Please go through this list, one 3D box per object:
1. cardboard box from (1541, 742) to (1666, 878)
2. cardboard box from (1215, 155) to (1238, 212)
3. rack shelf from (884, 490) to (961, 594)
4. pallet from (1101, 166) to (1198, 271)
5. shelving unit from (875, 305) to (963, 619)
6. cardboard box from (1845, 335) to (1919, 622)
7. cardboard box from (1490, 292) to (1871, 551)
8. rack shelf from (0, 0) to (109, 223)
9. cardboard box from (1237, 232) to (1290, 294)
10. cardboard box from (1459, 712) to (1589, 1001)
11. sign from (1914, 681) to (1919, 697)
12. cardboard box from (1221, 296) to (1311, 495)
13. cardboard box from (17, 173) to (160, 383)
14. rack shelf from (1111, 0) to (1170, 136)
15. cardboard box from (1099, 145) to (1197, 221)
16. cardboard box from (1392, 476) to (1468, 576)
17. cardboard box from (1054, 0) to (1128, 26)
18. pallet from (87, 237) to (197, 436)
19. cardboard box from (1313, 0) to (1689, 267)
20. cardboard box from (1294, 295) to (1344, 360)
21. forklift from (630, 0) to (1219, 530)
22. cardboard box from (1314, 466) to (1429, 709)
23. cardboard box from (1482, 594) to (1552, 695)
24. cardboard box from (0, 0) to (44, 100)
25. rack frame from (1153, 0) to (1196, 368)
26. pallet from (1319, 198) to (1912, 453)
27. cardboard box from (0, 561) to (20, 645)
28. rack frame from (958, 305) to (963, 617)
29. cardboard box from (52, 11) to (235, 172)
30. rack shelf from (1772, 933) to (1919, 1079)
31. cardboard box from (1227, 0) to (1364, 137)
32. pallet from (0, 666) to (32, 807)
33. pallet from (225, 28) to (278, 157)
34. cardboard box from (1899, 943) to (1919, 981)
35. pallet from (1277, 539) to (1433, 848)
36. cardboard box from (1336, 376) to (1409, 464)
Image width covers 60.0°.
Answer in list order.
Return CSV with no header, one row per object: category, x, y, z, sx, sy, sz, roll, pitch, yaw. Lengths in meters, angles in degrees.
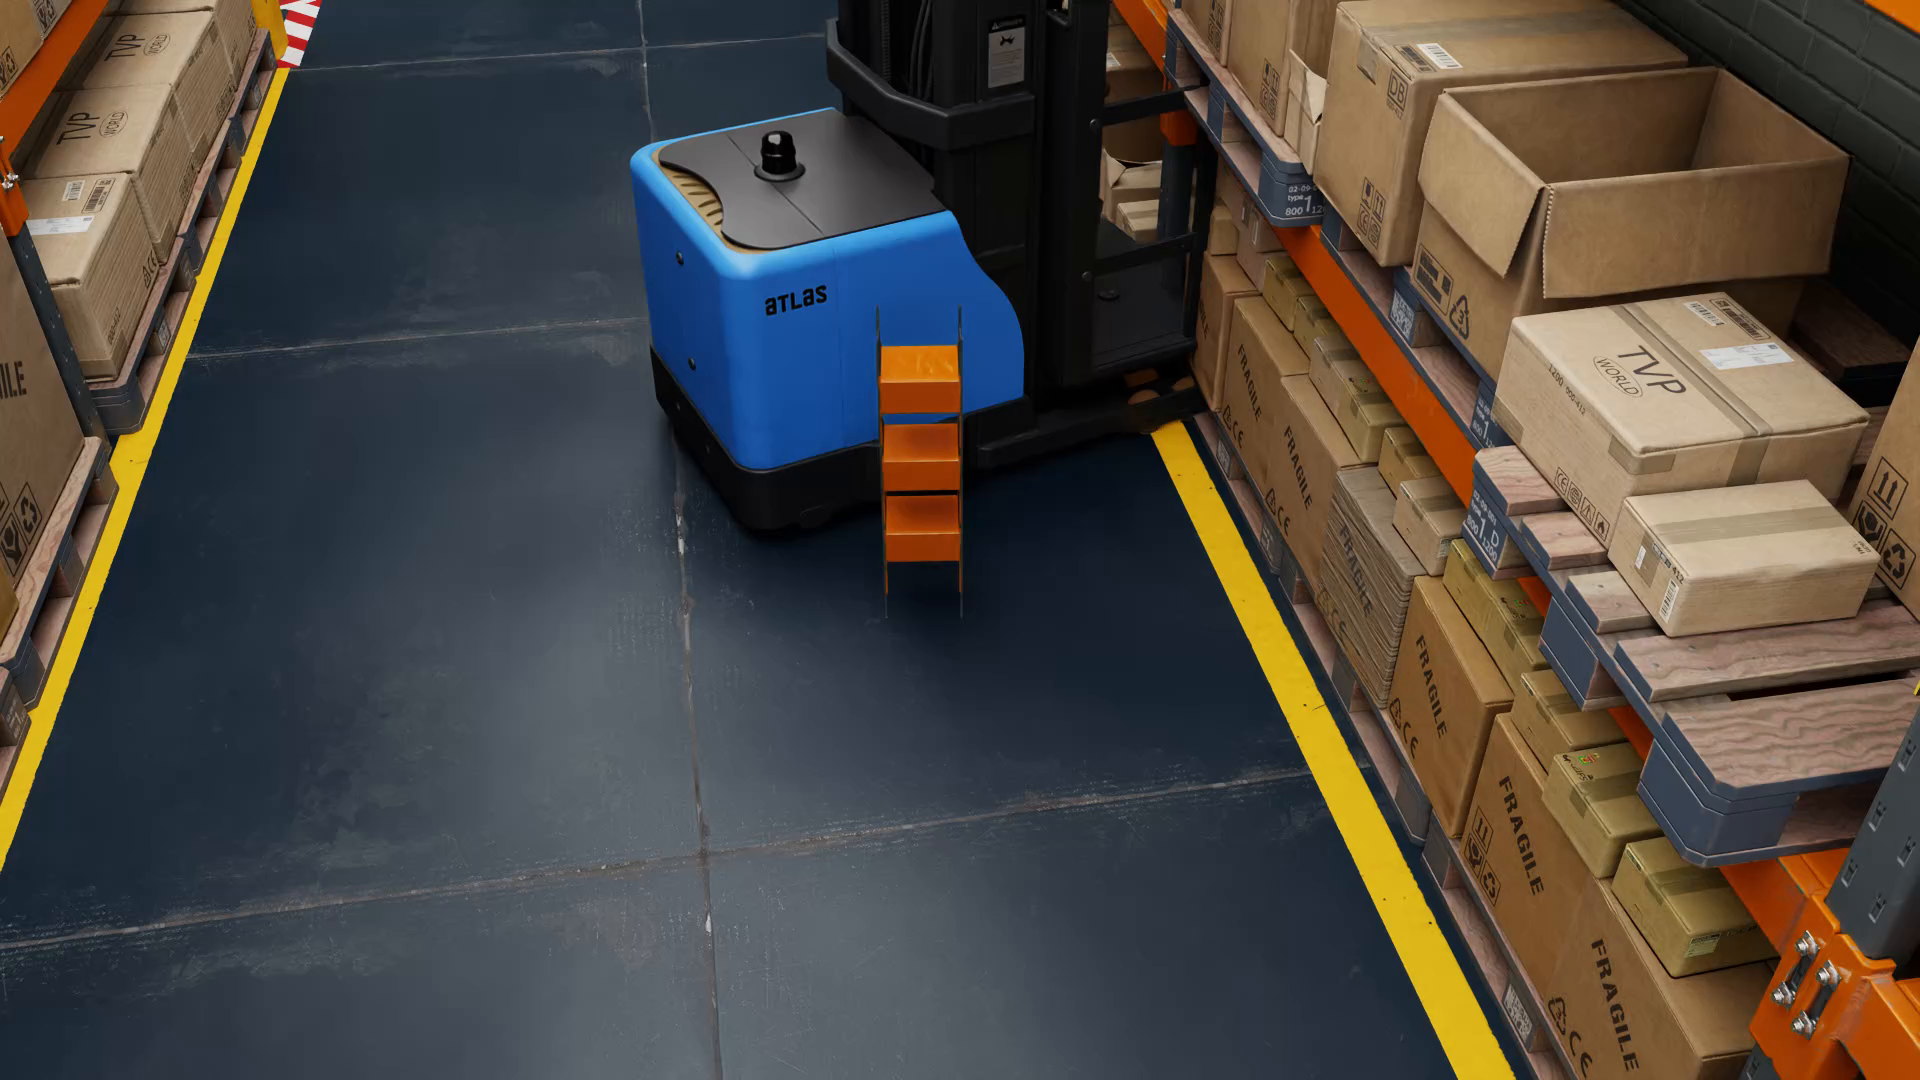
cardboard box,1.545,0.586,3.718,0.380,0.149,0.250,-8,39,-10
cardboard box,1.118,-1.276,5.872,0.380,0.149,0.250,-7,38,-9
rack shelf,-0.120,0.007,5.356,0.240,0.259,0.215,-1,38,-1
pallet,1.138,-1.276,7.221,1.003,0.211,1.213,-6,38,-8
shelving unit,-0.120,-0.221,5.179,0.252,1.050,0.215,-1,38,-1
cardboard box,2.023,-0.080,2.984,0.500,0.500,0.500,-5,38,-6
cardboard box,1.455,-0.256,3.414,0.500,0.250,0.500,-8,39,-10
rack shelf,-3.979,-2.351,6.917,1.077,0.370,4.000,-6,38,-8
cardboard box,1.183,-0.993,5.750,0.380,0.149,0.250,-7,38,-9
cardboard box,1.596,0.739,4.049,0.500,0.500,0.500,-7,38,-9
sign,1.427,0.091,2.308,0.100,0.325,0.005,-6,38,-8
cardboard box,1.224,-0.505,5.650,0.500,0.500,0.500,-7,38,-9
cardboard box,-3.633,-0.971,6.302,0.875,0.438,0.875,-7,38,-9
rack shelf,0.907,-2.887,7.607,1.077,0.370,4.000,-6,38,-8
cardboard box,0.808,-1.570,7.212,0.396,0.266,0.258,-5,38,-6
cardboard box,1.418,-0.057,4.544,0.380,0.149,0.250,-8,39,-10
cardboard box,0.676,-2.327,7.996,0.500,0.500,0.500,-6,38,-7
pallet,-3.685,-0.793,6.599,1.003,0.211,1.213,-6,38,-8
cardboard box,1.351,-1.065,4.252,0.700,0.500,0.500,-6,38,-8
cardboard box,1.301,-0.676,5.341,0.380,0.149,0.250,-7,38,-9
forklift,0.392,-1.825,5.710,3.031,2.935,1.130,-18,41,-21
cardboard box,1.392,0.111,4.857,0.500,0.500,0.500,-8,38,-10
cardboard box,1.540,0.258,4.140,0.380,0.149,0.250,-5,38,-7
cardboard box,-3.453,-1.778,5.512,0.500,0.500,0.500,-5,38,-6
rack frame,1.258,-1.963,5.832,1.000,3.000,0.127,-6,38,-8
pallet,1.614,-0.645,4.292,1.003,0.211,1.213,-6,38,-8
cardboard box,-3.275,0.157,4.492,0.875,0.875,0.875,-5,38,-7
rack frame,0.002,-0.223,5.182,0.008,1.050,0.200,-1,38,-1
cardboard box,-3.947,-2.057,7.699,0.875,0.438,0.875,-5,38,-7
rack shelf,2.310,1.945,1.387,1.077,0.370,4.000,-6,38,-8
cardboard box,1.213,-1.539,4.862,0.700,0.500,0.500,-6,38,-7
pallet,-3.202,0.871,4.457,1.003,0.211,1.213,-6,38,-8
pallet,-4.112,-2.267,8.496,1.003,0.211,1.213,-6,38,-8
cardboard box,2.161,0.990,3.726,0.500,0.500,0.500,-5,38,-6
pallet,1.655,0.364,5.109,1.003,0.211,1.213,-6,38,-8
cardboard box,1.349,-0.370,4.948,0.380,0.149,0.250,-5,38,-6
